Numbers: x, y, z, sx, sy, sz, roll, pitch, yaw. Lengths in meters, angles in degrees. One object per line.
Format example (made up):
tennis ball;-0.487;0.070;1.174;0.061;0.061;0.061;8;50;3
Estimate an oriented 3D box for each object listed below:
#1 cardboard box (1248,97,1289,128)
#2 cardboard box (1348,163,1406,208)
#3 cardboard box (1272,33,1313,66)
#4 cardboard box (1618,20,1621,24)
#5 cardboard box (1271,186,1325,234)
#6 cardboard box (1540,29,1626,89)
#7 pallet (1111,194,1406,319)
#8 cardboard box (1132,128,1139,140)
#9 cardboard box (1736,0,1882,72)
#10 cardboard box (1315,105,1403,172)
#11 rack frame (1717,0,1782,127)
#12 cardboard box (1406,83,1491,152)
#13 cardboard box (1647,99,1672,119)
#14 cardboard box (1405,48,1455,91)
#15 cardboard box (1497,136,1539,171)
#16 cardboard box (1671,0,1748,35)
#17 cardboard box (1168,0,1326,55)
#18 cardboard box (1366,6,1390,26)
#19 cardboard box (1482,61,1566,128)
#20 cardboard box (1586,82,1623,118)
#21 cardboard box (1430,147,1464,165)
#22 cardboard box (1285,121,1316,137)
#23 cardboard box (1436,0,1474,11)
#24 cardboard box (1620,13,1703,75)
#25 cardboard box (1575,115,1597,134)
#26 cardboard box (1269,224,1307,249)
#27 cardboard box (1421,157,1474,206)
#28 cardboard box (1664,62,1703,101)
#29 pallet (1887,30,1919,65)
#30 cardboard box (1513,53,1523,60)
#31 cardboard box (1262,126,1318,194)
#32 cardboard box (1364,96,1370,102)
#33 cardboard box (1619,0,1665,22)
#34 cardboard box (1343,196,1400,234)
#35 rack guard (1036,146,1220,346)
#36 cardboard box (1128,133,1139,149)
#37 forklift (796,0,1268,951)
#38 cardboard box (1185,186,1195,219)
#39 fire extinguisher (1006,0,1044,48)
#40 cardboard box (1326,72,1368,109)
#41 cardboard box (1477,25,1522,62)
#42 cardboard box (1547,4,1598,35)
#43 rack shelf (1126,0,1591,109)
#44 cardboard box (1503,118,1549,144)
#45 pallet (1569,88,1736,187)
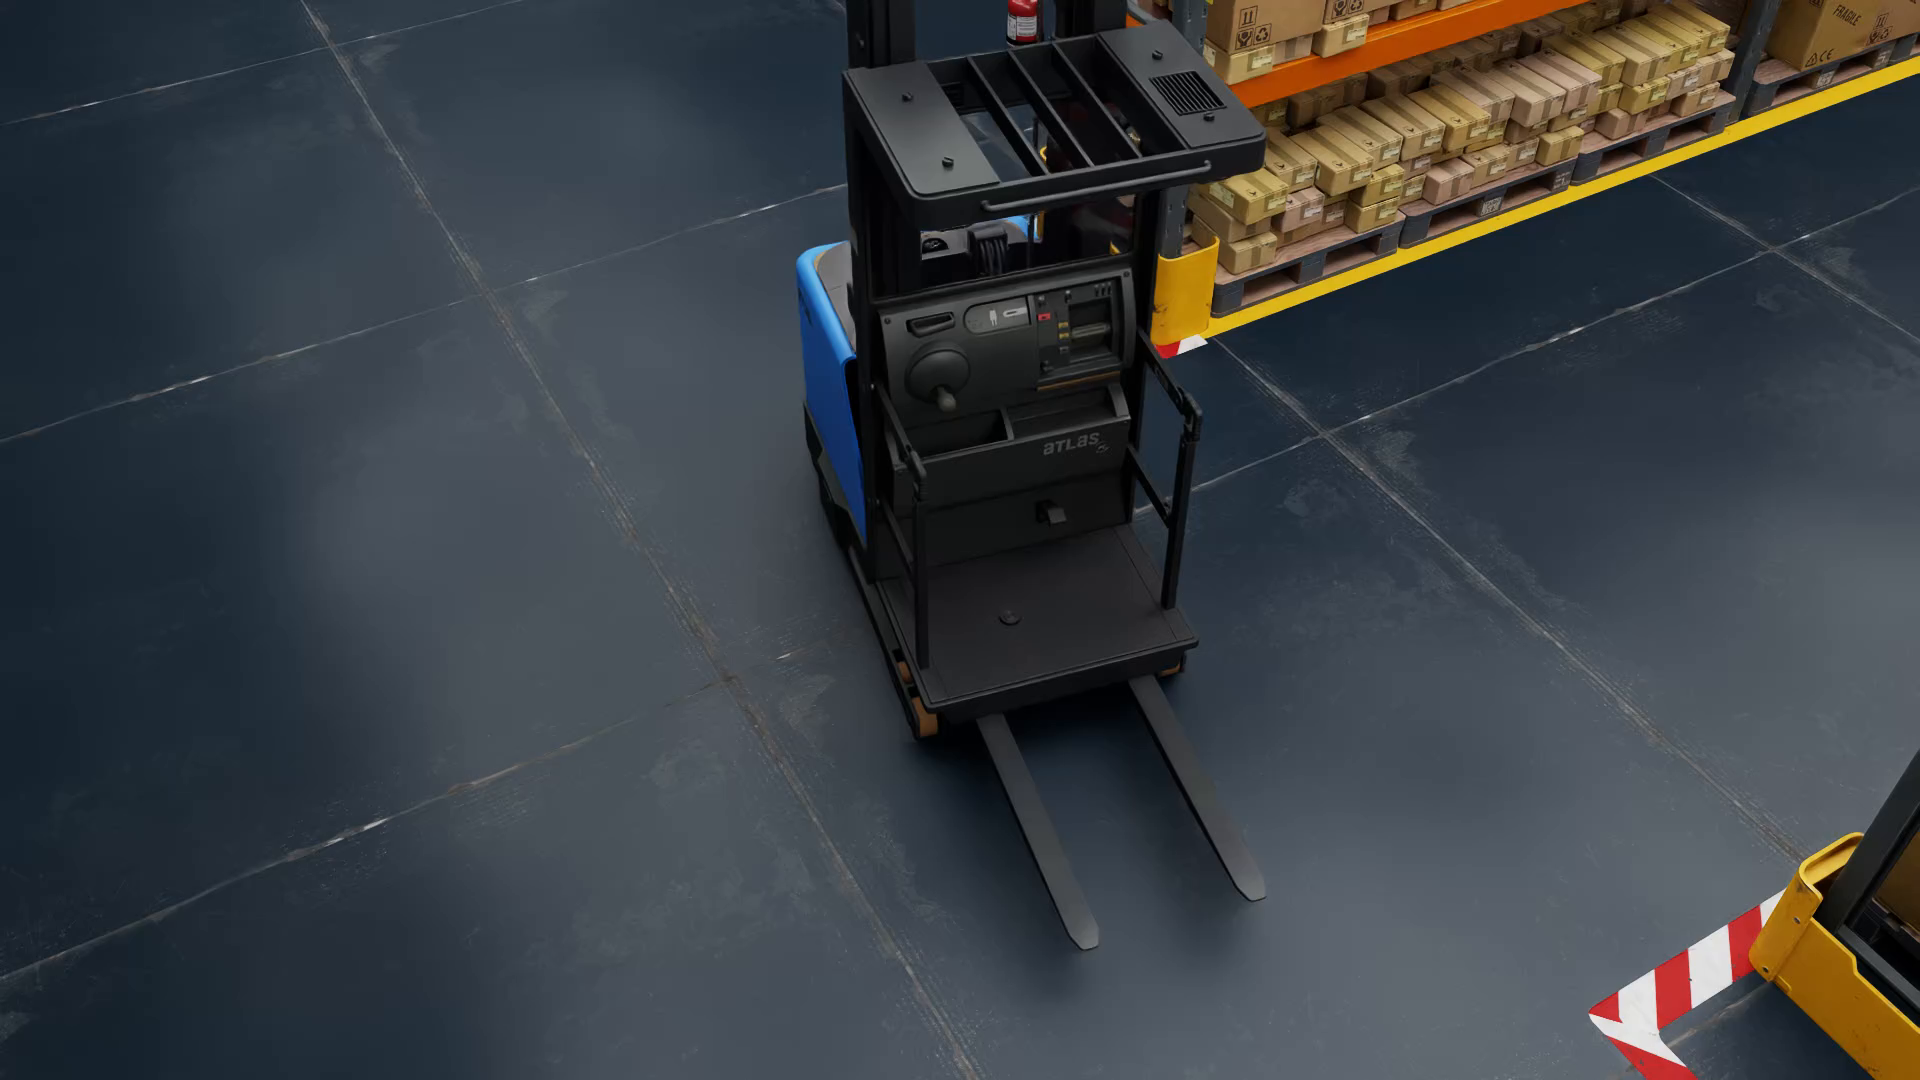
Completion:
cardboard box;1.497;-2.295;8.709;0.250;0.149;0.380;-23;49;-22
cardboard box;2.049;-1.882;8.497;0.250;0.149;0.380;-20;48;-20
cardboard box;1.401;-2.336;7.613;0.250;0.149;0.380;-20;48;-20
cardboard box;3.751;-3.088;9.740;0.250;0.149;0.380;-20;47;-19
cardboard box;1.604;-1.721;8.330;0.250;0.149;0.380;-22;48;-21
cardboard box;3.368;-2.601;9.024;0.250;0.149;0.380;-20;48;-20
pallet;1.544;-1.685;8.764;1.213;0.211;1.003;-22;48;-21
cardboard box;1.089;-2.076;8.483;0.250;0.149;0.380;-21;48;-20
cardboard box;4.998;-3.136;9.750;0.500;0.500;0.500;-20;48;-19
cardboard box;2.015;-2.031;8.436;0.250;0.149;0.380;-24;49;-23
rack frame;4.225;-3.786;8.927;0.127;3.000;1.000;-22;48;-21
cardboard box;2.511;-2.185;8.595;0.250;0.149;0.380;-21;48;-20
cardboard box;3.788;-2.532;9.381;0.250;0.149;0.380;-21;48;-20
cardboard box;2.455;-2.606;9.029;0.250;0.149;0.380;-22;48;-21
cardboard box;2.897;-2.163;9.000;0.250;0.149;0.380;-21;48;-20
cardboard box;4.741;-3.449;10.073;0.500;0.500;0.500;-23;49;-22
cardboard box;1.283;-2.530;7.347;0.500;0.500;0.500;-20;47;-19
cardboard box;1.817;-2.570;7.854;0.250;0.149;0.380;-20;47;-19
cardboard box;2.952;-2.350;8.765;0.250;0.149;0.380;-23;49;-22
cardboard box;3.392;-2.487;9.120;0.250;0.149;0.380;-21;48;-21
cardboard box;2.446;-2.151;8.774;0.250;0.149;0.380;-19;47;-19
cardboard box;1.806;-2.201;8.825;0.250;0.149;0.380;-22;48;-21
cardboard box;2.293;-2.718;8.006;0.250;0.149;0.380;-23;49;-22
cardboard box;3.844;-2.734;9.161;0.250;0.149;0.380;-21;48;-20
cardboard box;3.302;-2.384;9.227;0.250;0.149;0.380;-23;49;-22
cardboard box;1.556;-1.655;8.476;0.250;0.149;0.380;-22;48;-21
cardboard box;2.478;-1.948;8.778;0.250;0.149;0.380;-24;49;-23
cardboard box;3.882;-2.618;9.255;0.250;0.149;0.380;-24;49;-23
pallet;5.958;-3.483;10.616;1.213;0.211;1.003;-22;48;-21
cardboard box;3.148;-2.748;9.389;0.250;0.149;0.380;-24;49;-23
cardboard box;1.559;-1.885;8.286;0.250;0.149;0.380;-21;48;-20
cardboard box;2.196;-2.435;9.066;0.250;0.149;0.380;-20;47;-19
cardboard box;3.823;-3.133;9.572;0.250;0.149;0.380;-20;48;-19
cardboard box;2.045;-1.768;8.592;0.250;0.149;0.380;-21;48;-20
rack guard;0.822;-1.528;8.395;0.348;0.500;1.175;-22;48;-21
cardboard box;1.072;-1.988;8.606;0.250;0.149;0.380;-23;49;-22
forklift;0.247;-0.614;5.708;1.130;2.935;3.031;-13;46;-13
cardboard box;1.109;-1.835;8.662;0.250;0.149;0.380;-21;48;-20
fire extinguisher;0.308;-2.428;7.851;0.183;0.674;0.296;-22;48;-21
cardboard box;1.958;-2.474;8.893;0.250;0.149;0.380;-20;48;-20
cardboard box;2.884;-2.812;9.242;0.250;0.149;0.380;-21;48;-20
cardboard box;3.360;-2.956;9.389;0.250;0.149;0.380;-22;48;-21
rack shelf;2.491;-2.834;8.463;4.000;0.370;1.077;-22;48;-21
cardboard box;2.938;-2.306;8.933;0.250;0.149;0.380;-24;49;-23
pallet;3.660;-2.531;9.636;1.213;0.211;1.003;-22;48;-21
